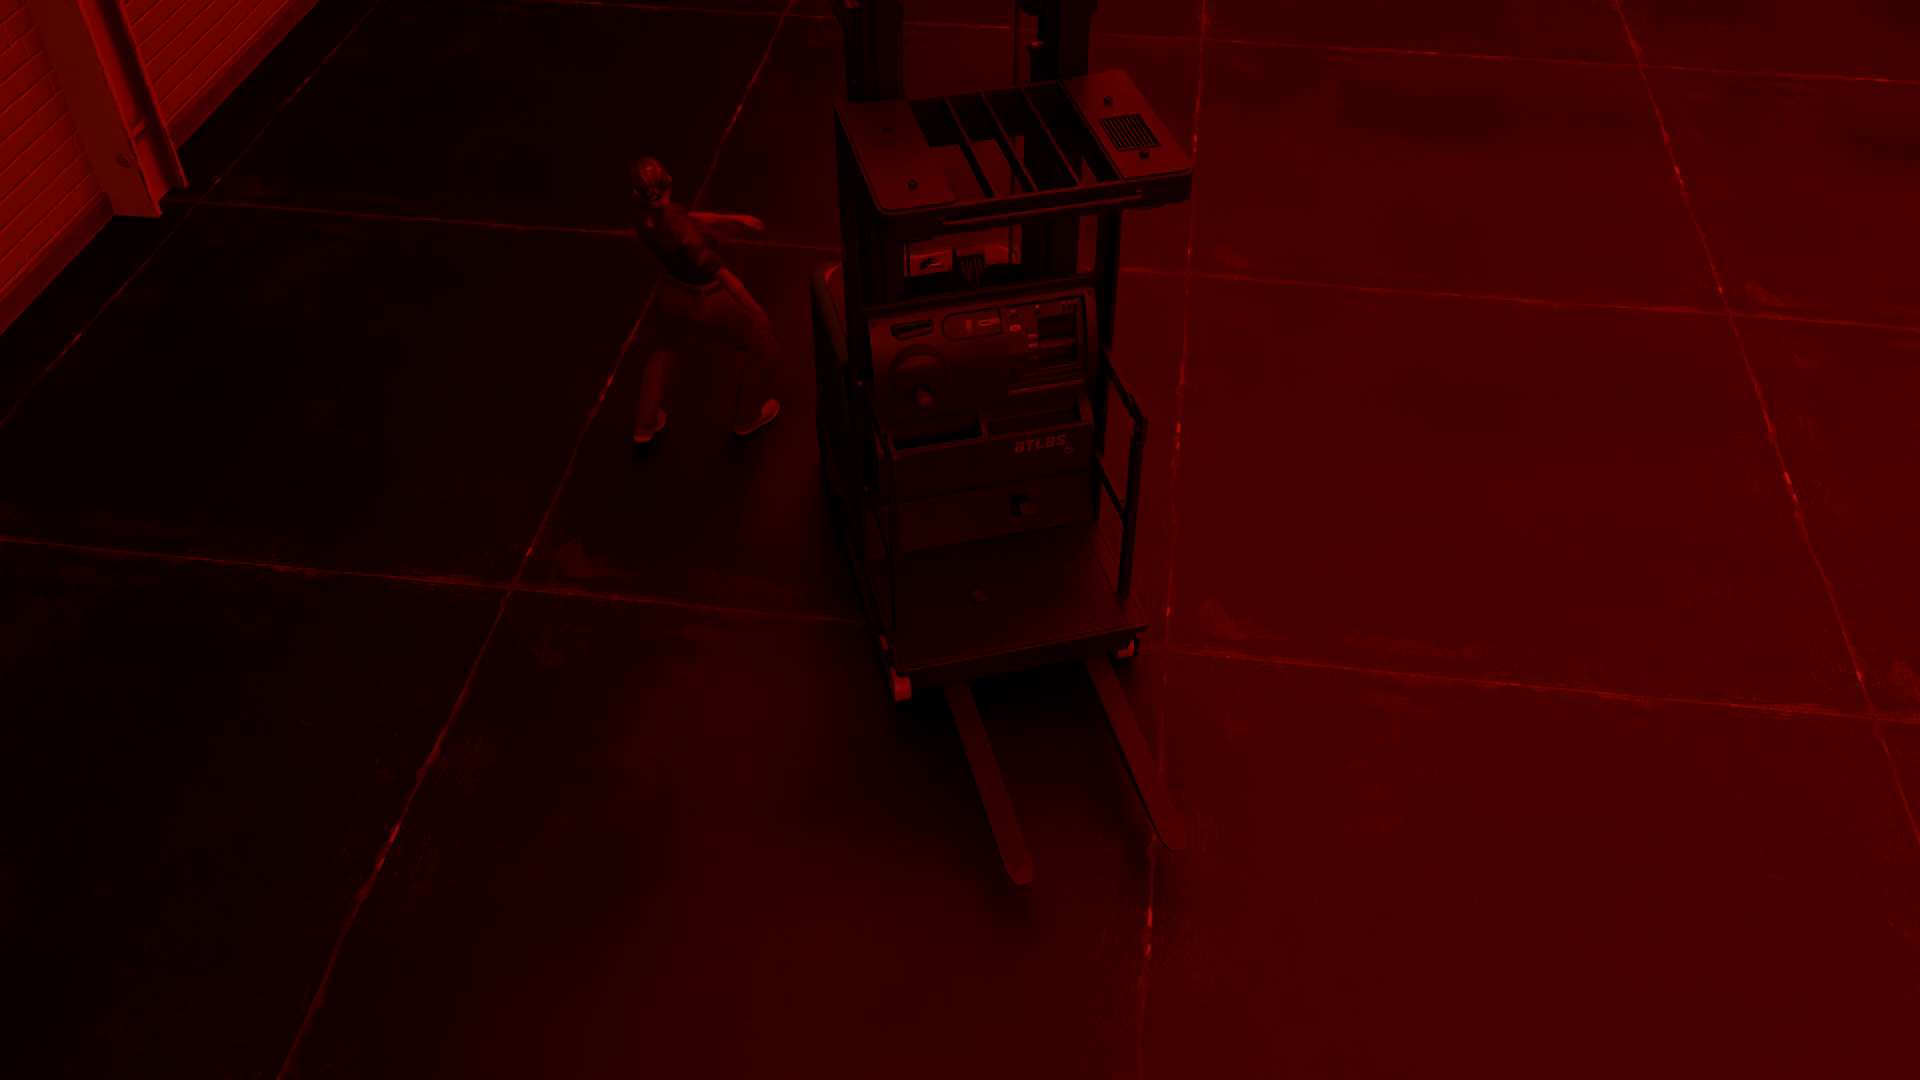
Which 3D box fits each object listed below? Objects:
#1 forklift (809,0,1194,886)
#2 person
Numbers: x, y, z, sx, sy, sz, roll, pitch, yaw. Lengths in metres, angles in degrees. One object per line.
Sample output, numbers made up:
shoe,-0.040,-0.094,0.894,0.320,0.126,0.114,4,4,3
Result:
forklift,0.153,-0.681,6.465,1.130,2.935,3.031,-10,44,-11
person,-1.202,-1.170,8.023,0.728,1.531,0.822,21,47,21
